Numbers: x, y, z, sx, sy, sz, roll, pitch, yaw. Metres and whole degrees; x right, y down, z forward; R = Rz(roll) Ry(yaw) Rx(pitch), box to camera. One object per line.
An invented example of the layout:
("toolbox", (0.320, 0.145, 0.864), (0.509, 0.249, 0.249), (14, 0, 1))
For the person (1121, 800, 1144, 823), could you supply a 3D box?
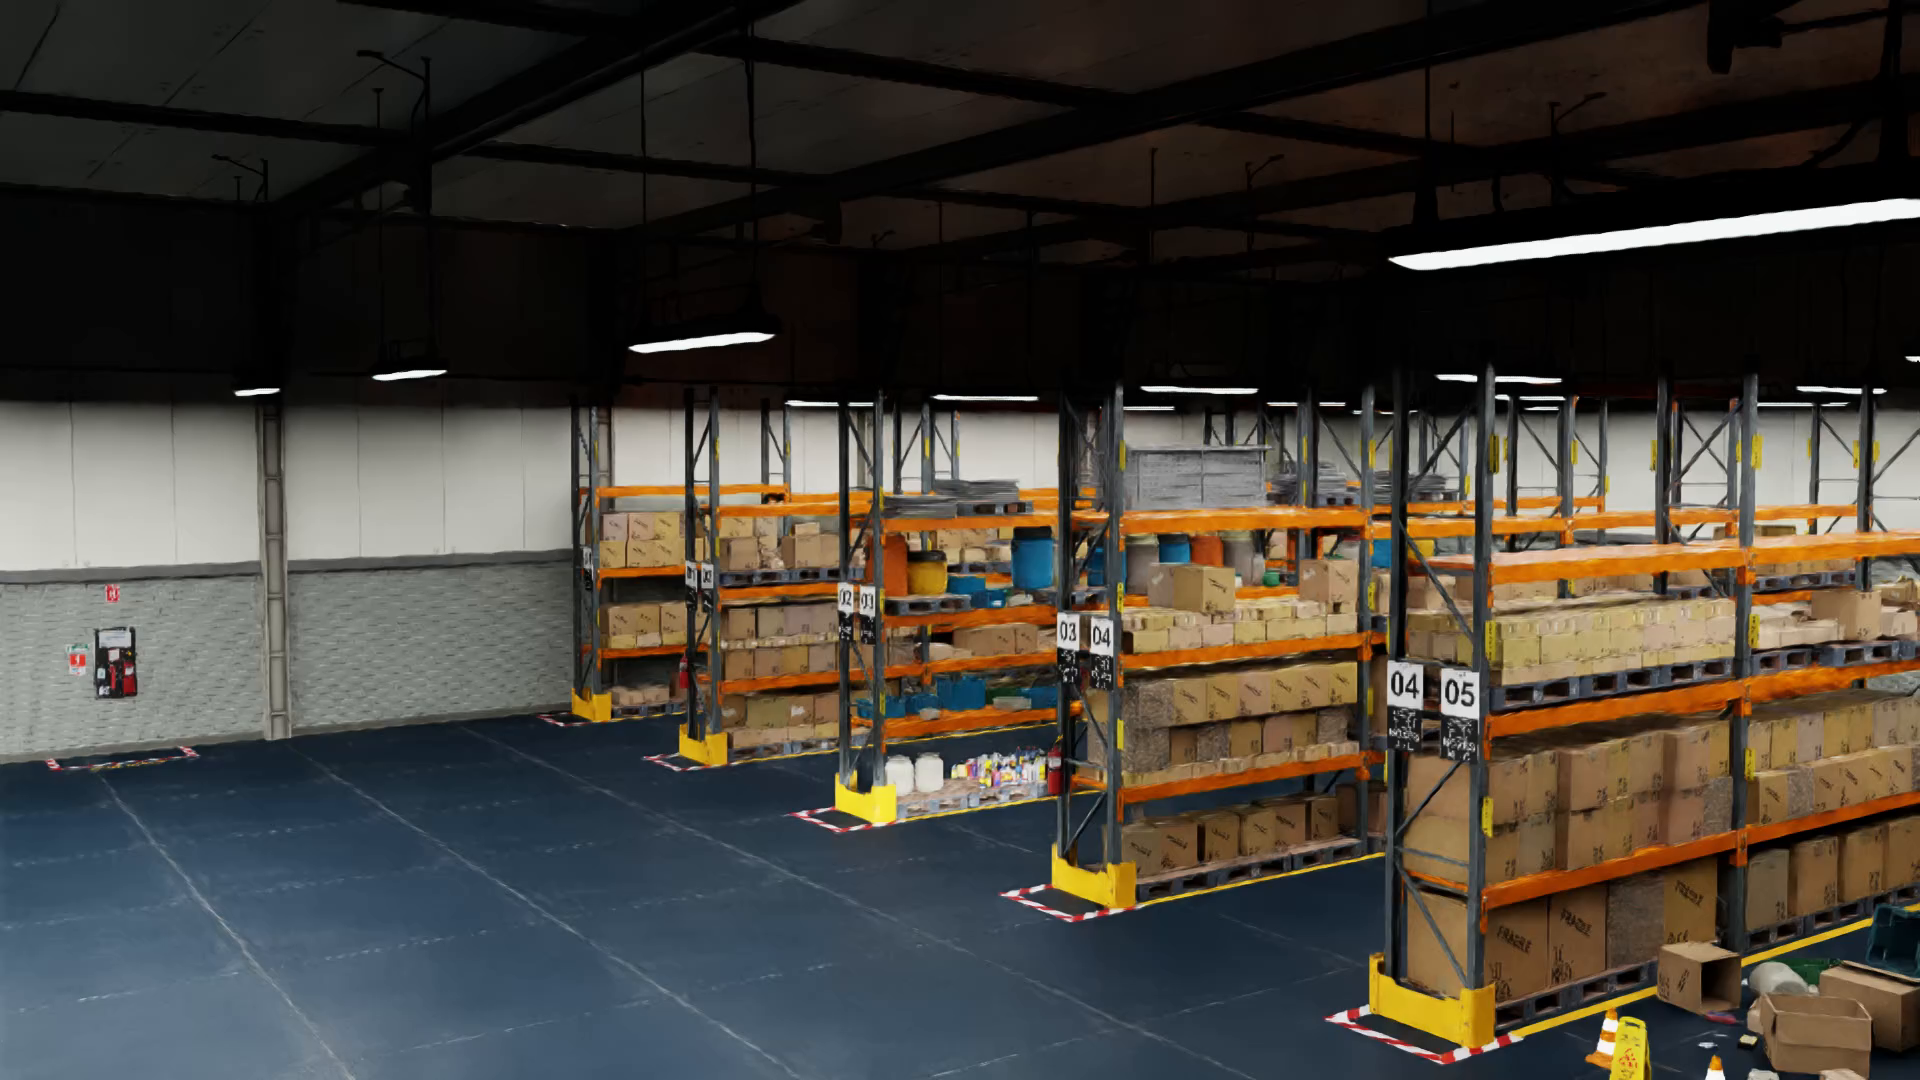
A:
("person", (2.088, 3.023, 21.058), (0.588, 1.731, 0.490), (0, 3, -4))
